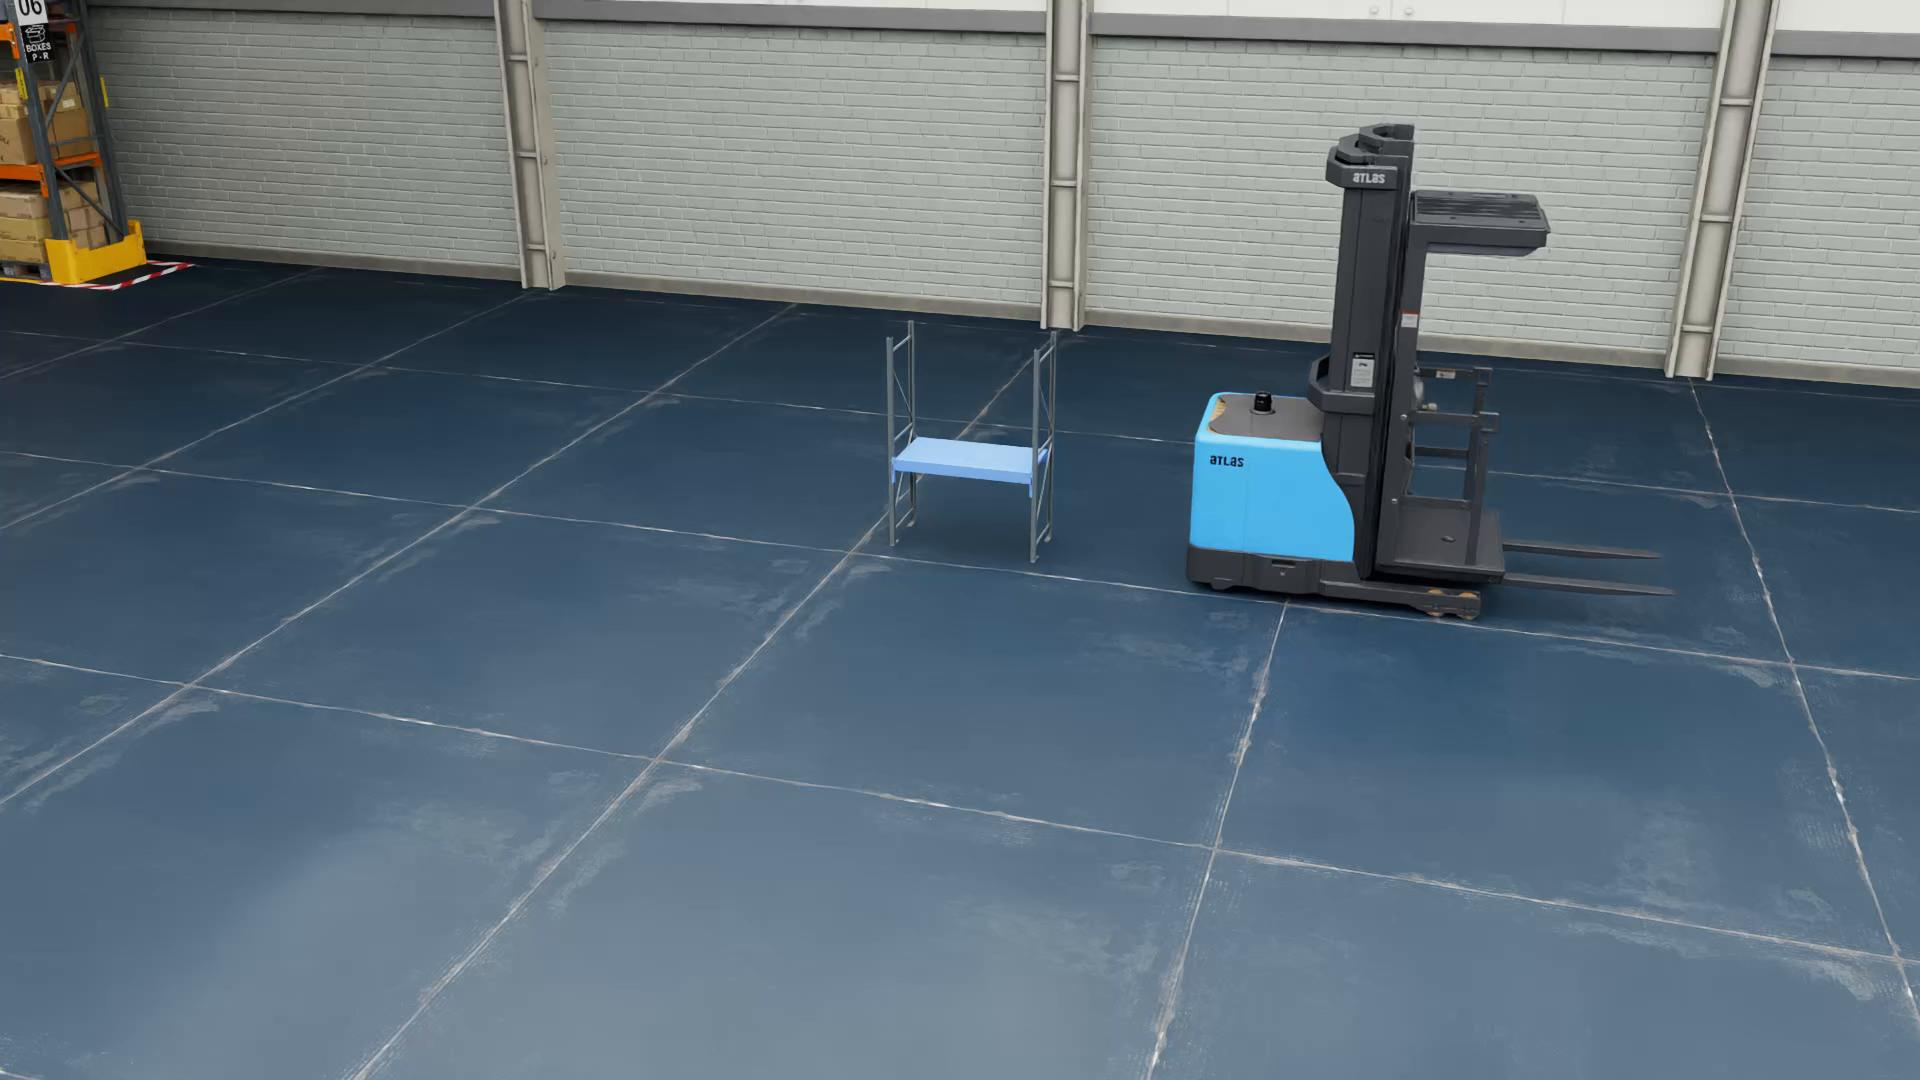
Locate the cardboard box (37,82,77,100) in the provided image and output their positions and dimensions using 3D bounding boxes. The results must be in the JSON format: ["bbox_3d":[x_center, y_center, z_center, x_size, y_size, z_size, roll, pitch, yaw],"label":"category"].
[{"bbox_3d":[-10.283,-5.105,18.884,0.250,0.149,0.380,6,23,14],"label":"cardboard box"}]

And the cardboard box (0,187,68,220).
[{"bbox_3d":[-10.554,-3.828,18.903,0.500,0.250,0.500,7,23,17],"label":"cardboard box"}]

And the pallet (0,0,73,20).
[{"bbox_3d":[-10.692,-5.940,18.463,1.213,0.211,1.003,7,23,16],"label":"pallet"}]

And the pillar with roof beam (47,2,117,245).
[{"bbox_3d":[-11.673,-6.122,14.836,0.400,9.000,9.100,7,23,16],"label":"pillar with roof beam"}]

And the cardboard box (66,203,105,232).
[{"bbox_3d":[-10.413,-3.787,19.461,0.500,0.250,0.500,7,23,16],"label":"cardboard box"}]

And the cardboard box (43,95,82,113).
[{"bbox_3d":[-10.273,-4.984,18.982,0.250,0.149,0.380,6,23,14],"label":"cardboard box"}]

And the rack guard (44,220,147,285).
[{"bbox_3d":[-10.000,-3.347,19.272,0.348,0.500,1.175,7,23,16],"label":"rack guard"}]

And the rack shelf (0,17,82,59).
[{"bbox_3d":[-11.938,-5.781,18.905,4.000,0.370,1.077,7,23,16],"label":"rack shelf"}]

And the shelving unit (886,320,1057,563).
[{"bbox_3d":[0.082,-0.685,11.463,1.048,1.500,0.538,7,23,16],"label":"shelving unit"}]

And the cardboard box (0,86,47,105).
[{"bbox_3d":[-10.427,-4.953,18.514,0.250,0.149,0.380,7,23,16],"label":"cardboard box"}]

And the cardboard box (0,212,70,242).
[{"bbox_3d":[-10.579,-3.600,19.004,0.500,0.250,0.500,6,23,15],"label":"cardboard box"}]

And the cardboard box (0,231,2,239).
[{"bbox_3d":[-11.056,-3.659,19.148,0.500,0.250,0.500,6,23,15],"label":"cardboard box"}]

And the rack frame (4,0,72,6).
[{"bbox_3d":[-10.023,-7.282,17.665,0.127,3.000,1.000,7,23,16],"label":"rack frame"}]

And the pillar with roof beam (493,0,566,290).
[{"bbox_3d":[-5.928,-5.464,13.233,0.400,9.000,9.100,7,23,16],"label":"pillar with roof beam"}]

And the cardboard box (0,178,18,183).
[{"bbox_3d":[-11.383,-4.125,19.626,0.500,0.250,0.500,6,23,15],"label":"cardboard box"}]

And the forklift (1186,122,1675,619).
[{"bbox_3d":[3.068,-1.076,10.530,3.031,2.935,1.130,5,23,13],"label":"forklift"}]

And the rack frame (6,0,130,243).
[{"bbox_3d":[-10.023,-4.506,18.804,0.127,3.000,1.000,7,23,16],"label":"rack frame"}]

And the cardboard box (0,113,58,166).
[{"bbox_3d":[-10.570,-4.511,18.684,0.500,0.500,0.500,6,23,14],"label":"cardboard box"}]

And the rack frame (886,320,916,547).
[{"bbox_3d":[-0.405,-0.740,11.598,0.032,1.500,0.500,7,23,16],"label":"rack frame"}]

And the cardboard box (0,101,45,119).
[{"bbox_3d":[-10.436,-4.789,18.506,0.250,0.149,0.380,7,23,16],"label":"cardboard box"}]

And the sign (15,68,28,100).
[{"bbox_3d":[-10.193,-4.956,18.062,0.005,0.325,0.100,7,23,16],"label":"sign"}]

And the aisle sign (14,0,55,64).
[{"bbox_3d":[-10.045,-5.595,18.033,0.004,0.787,0.394,7,23,16],"label":"aisle sign"}]

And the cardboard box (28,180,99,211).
[{"bbox_3d":[-10.428,-4.013,19.352,0.500,0.250,0.500,6,23,15],"label":"cardboard box"}]

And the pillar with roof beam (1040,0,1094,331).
[{"bbox_3d":[-0.184,-4.806,11.629,0.400,9.000,9.100,7,23,16],"label":"pillar with roof beam"}]

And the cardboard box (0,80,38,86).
[{"bbox_3d":[-10.780,-5.170,19.042,0.250,0.149,0.380,7,23,17],"label":"cardboard box"}]

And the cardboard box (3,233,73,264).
[{"bbox_3d":[-10.564,-3.365,19.092,0.500,0.250,0.500,7,23,16],"label":"cardboard box"}]

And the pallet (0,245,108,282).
[{"bbox_3d":[-10.767,-3.285,19.500,1.213,0.211,1.003,7,23,16],"label":"pallet"}]

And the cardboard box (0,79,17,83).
[{"bbox_3d":[-11.013,-5.202,19.121,0.250,0.149,0.380,7,23,16],"label":"cardboard box"}]

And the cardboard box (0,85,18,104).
[{"bbox_3d":[-10.672,-4.969,18.553,0.250,0.149,0.380,7,23,16],"label":"cardboard box"}]

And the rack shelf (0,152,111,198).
[{"bbox_3d":[-11.938,-4.393,19.475,4.000,0.370,1.077,7,23,16],"label":"rack shelf"}]

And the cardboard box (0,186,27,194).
[{"bbox_3d":[-11.044,-3.882,19.034,0.500,0.250,0.500,7,23,16],"label":"cardboard box"}]

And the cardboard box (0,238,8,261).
[{"bbox_3d":[-11.037,-3.423,19.233,0.500,0.250,0.500,7,23,15],"label":"cardboard box"}]

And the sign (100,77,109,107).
[{"bbox_3d":[-9.857,-5.145,19.114,0.005,0.325,0.100,7,23,16],"label":"sign"}]

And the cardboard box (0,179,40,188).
[{"bbox_3d":[-10.908,-4.066,19.483,0.500,0.250,0.500,7,23,16],"label":"cardboard box"}]

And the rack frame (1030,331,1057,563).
[{"bbox_3d":[0.568,-0.629,11.327,0.032,1.500,0.500,7,23,16],"label":"rack frame"}]

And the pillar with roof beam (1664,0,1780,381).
[{"bbox_3d":[5.560,-4.148,10.026,0.400,9.000,9.100,7,23,16],"label":"pillar with roof beam"}]

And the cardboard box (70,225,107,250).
[{"bbox_3d":[-10.437,-3.554,19.550,0.500,0.250,0.500,7,23,16],"label":"cardboard box"}]

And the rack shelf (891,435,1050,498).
[{"bbox_3d":[0.082,-0.518,11.531,1.000,0.185,0.538,7,23,16],"label":"rack shelf"}]

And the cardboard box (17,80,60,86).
[{"bbox_3d":[-10.519,-5.157,19.011,0.250,0.149,0.380,7,23,17],"label":"cardboard box"}]

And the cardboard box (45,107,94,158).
[{"bbox_3d":[-10.417,-4.708,19.163,0.500,0.500,0.500,7,23,17],"label":"cardboard box"}]
